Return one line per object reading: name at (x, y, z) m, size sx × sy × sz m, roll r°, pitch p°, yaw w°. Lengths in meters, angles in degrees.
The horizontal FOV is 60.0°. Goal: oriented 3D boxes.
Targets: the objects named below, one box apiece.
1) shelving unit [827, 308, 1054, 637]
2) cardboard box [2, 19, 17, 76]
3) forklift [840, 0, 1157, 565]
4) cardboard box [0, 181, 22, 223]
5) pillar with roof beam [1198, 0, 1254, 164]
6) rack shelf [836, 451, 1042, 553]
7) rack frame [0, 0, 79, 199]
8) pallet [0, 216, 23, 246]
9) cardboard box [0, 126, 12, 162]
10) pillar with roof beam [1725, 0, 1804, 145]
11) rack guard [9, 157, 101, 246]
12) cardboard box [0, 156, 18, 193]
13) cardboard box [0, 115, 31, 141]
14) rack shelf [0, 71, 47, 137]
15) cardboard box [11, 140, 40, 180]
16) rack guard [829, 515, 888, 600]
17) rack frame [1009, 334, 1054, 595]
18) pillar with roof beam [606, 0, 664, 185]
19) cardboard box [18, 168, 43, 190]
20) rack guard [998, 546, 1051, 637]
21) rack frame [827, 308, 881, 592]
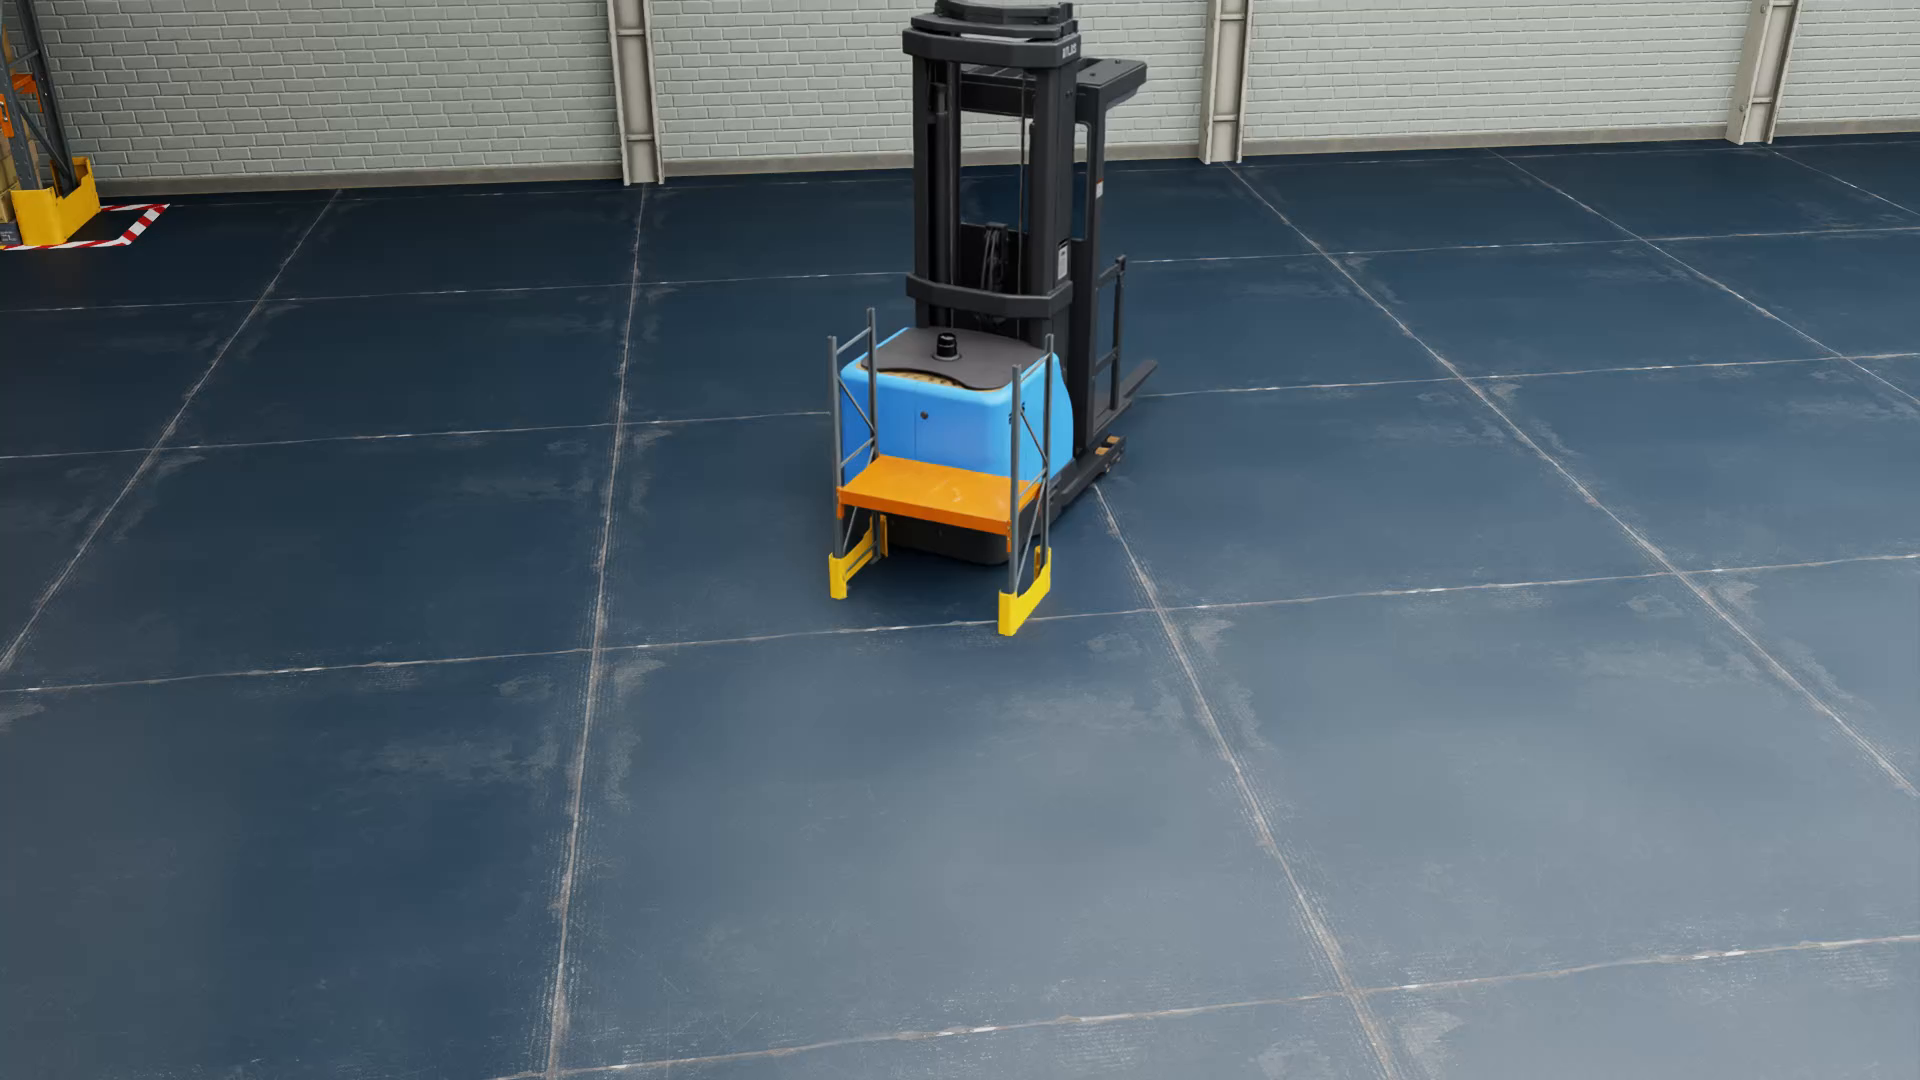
shelving unit at (-0.107, -0.376, 8.839) m, size 1.083 × 1.500 × 0.587 m, roll 11°, pitch 29°, yaw 21°
cardboard box at (-8.854, -4.370, 14.872) m, size 0.500 × 0.500 × 0.500 m, roll -3°, pitch 27°, yaw -5°
forklift at (0.420, -1.809, 10.065) m, size 1.130 × 2.935 × 3.031 m, roll 13°, pitch 30°, yaw 23°
cardboard box at (-8.746, -3.022, 14.906) m, size 0.500 × 0.250 × 0.500 m, roll -3°, pitch 27°, yaw -7°
pillar with roof beam at (3.343, -6.081, 11.744) m, size 0.400 × 9.000 × 9.100 m, roll -4°, pitch 27°, yaw -7°
rack shelf at (-0.099, -0.214, 8.918) m, size 1.000 × 0.185 × 0.538 m, roll 11°, pitch 29°, yaw 21°
rack frame at (-8.325, -4.232, 14.711) m, size 0.127 × 3.000 × 1.000 m, roll -4°, pitch 27°, yaw -7°
pallet at (-9.076, -2.923, 15.216) m, size 1.213 × 0.211 × 1.003 m, roll -4°, pitch 27°, yaw -7°
cardboard box at (-8.737, -3.470, 14.683) m, size 0.500 × 0.250 × 0.500 m, roll -3°, pitch 27°, yaw -5°
pillar with roof beam at (9.284, -6.463, 12.488) m, size 0.400 × 9.000 × 9.100 m, roll -4°, pitch 27°, yaw -7°
rack guard at (-8.301, -3.121, 15.285) m, size 0.348 × 0.500 × 1.175 m, roll -4°, pitch 27°, yaw -7°
cardboard box at (-8.763, -3.245, 14.793) m, size 0.500 × 0.250 × 0.500 m, roll -4°, pitch 27°, yaw -8°
cardboard box at (-8.827, -3.695, 15.122) m, size 0.500 × 0.250 × 0.500 m, roll -4°, pitch 27°, yaw -8°
rack shelf at (-10.305, -3.784, 14.628) m, size 4.000 × 0.370 × 1.077 m, roll -4°, pitch 27°, yaw -7°
cardboard box at (-8.819, -3.481, 15.254) m, size 0.500 × 0.250 × 0.500 m, roll -3°, pitch 27°, yaw -6°
rack guard at (-0.564, 0.090, 9.301) m, size 0.087 × 0.250 × 0.587 m, roll 11°, pitch 29°, yaw 21°
rack frame at (0.368, -0.282, 8.656) m, size 0.032 × 1.500 × 0.500 m, roll 11°, pitch 29°, yaw 21°
pillar with roof beam at (-2.599, -5.699, 11.000) m, size 0.400 × 9.000 × 9.100 m, roll -4°, pitch 27°, yaw -7°
cardboard box at (-8.838, -3.252, 15.354) m, size 0.500 × 0.250 × 0.500 m, roll -4°, pitch 27°, yaw -7°
rack guard at (0.350, 0.271, 8.948) m, size 0.087 × 0.250 × 0.587 m, roll 11°, pitch 29°, yaw 21°
rack frame at (-0.565, -0.466, 9.016) m, size 0.032 × 1.500 × 0.500 m, roll 11°, pitch 29°, yaw 21°
